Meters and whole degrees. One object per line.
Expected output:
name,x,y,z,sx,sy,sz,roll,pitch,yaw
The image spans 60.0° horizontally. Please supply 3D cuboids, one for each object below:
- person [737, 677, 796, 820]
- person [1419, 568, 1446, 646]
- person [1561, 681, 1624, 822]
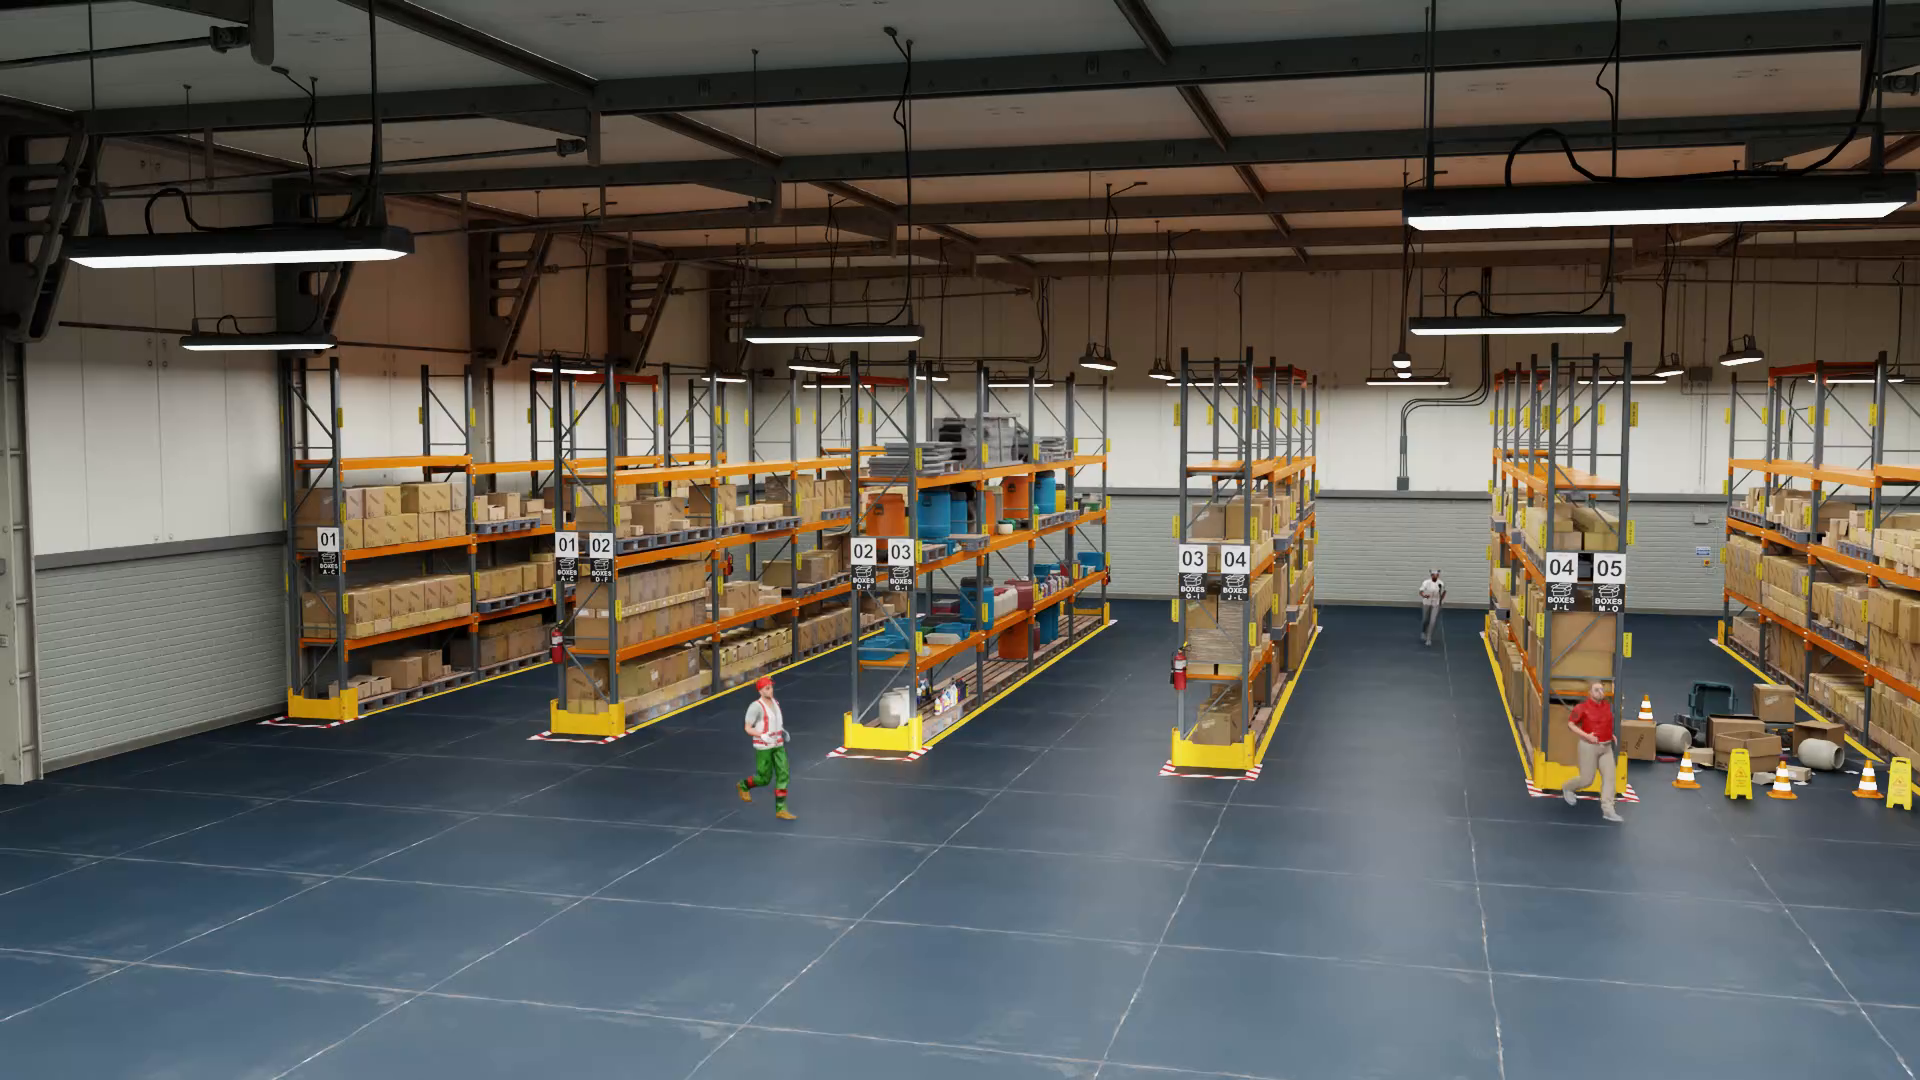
person,-2.410,2.575,20.885,0.927,1.719,0.670,3,5,38
person,10.475,1.461,36.876,0.591,1.710,0.841,1,4,15
person,7.941,2.612,20.742,0.679,1.695,0.916,-1,4,-15
